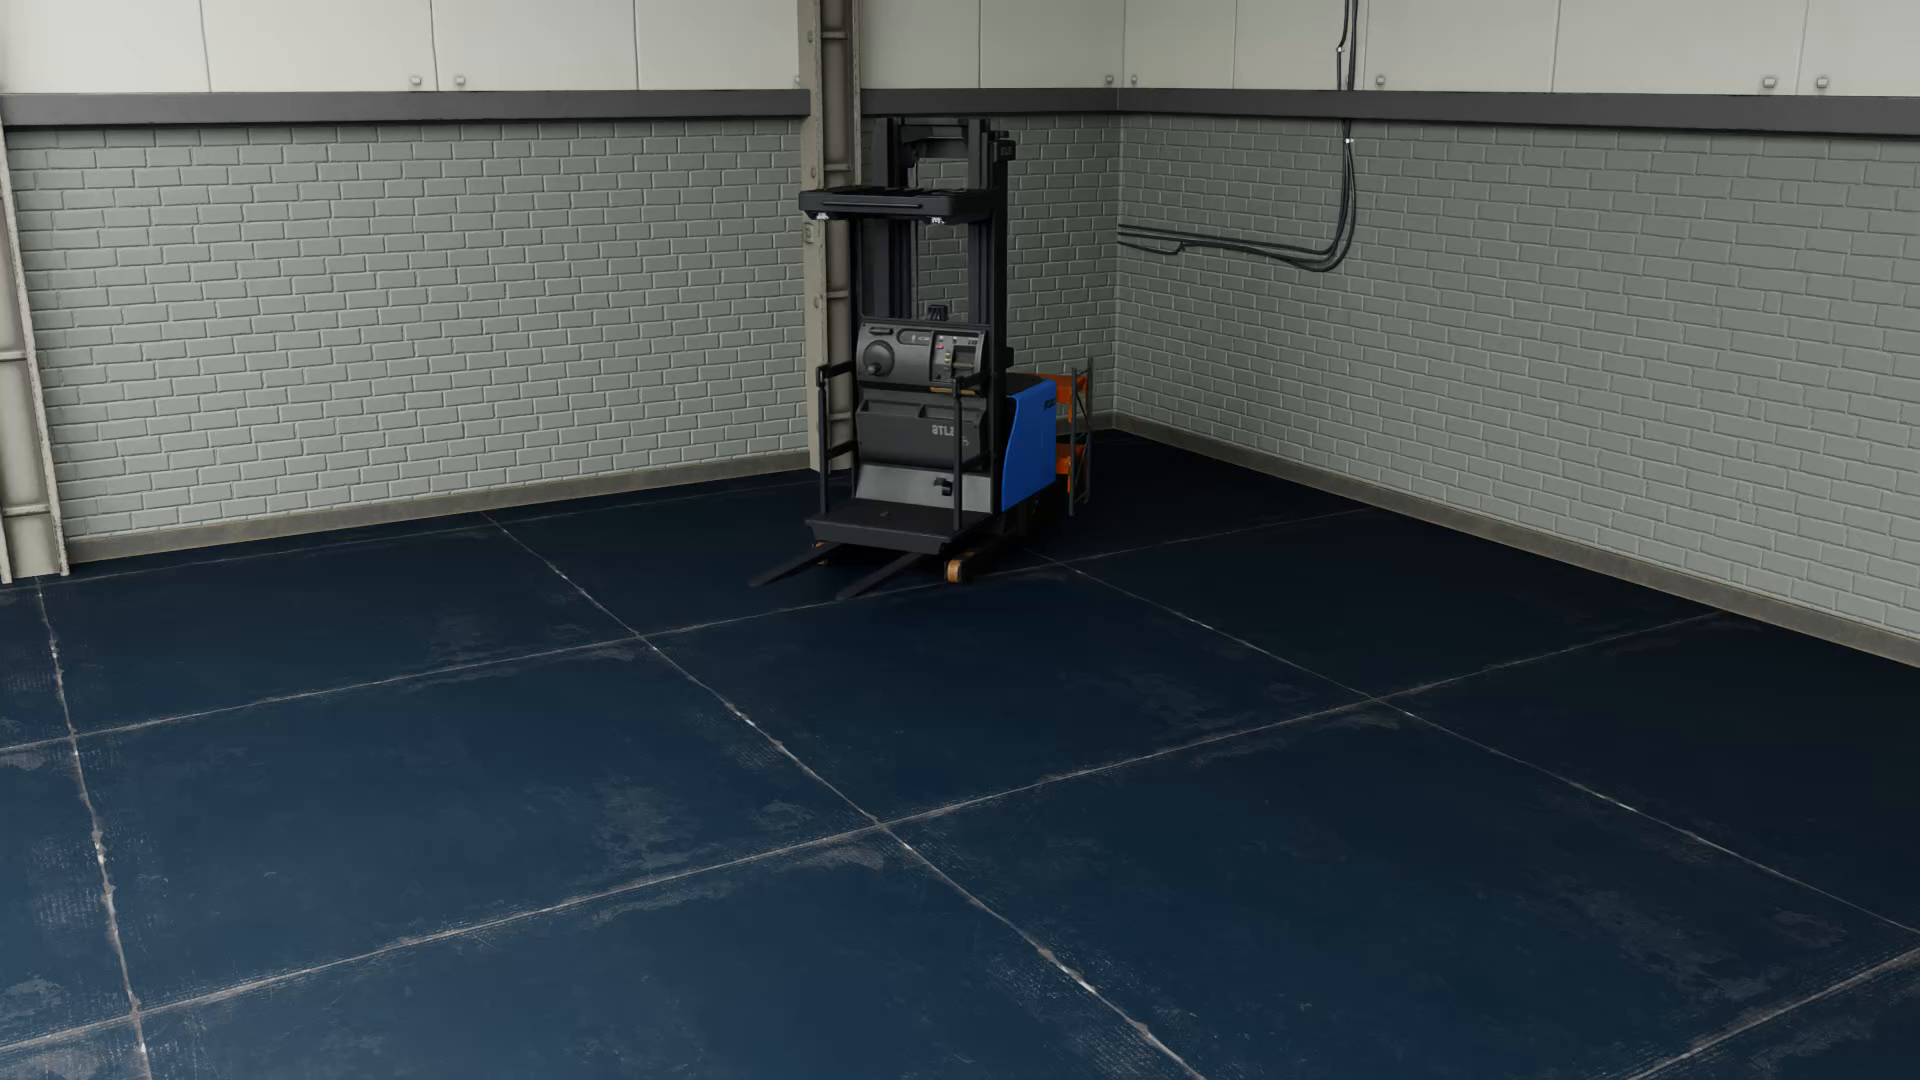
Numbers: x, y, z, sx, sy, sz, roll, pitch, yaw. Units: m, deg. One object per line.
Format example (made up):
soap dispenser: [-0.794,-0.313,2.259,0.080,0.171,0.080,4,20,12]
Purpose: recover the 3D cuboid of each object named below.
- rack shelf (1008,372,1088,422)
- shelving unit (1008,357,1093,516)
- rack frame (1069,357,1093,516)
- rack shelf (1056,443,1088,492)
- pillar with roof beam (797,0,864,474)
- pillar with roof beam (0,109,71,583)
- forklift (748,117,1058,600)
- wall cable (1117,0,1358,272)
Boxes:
rack shelf: [0.443,-1.119,12.734,1.000,0.278,0.538,6,17,19]
shelving unit: [0.443,-0.838,12.813,1.048,1.125,0.538,6,17,19]
rack frame: [0.921,-0.791,12.648,0.032,1.125,0.500,6,17,19]
rack shelf: [0.443,-0.602,12.879,1.000,0.278,0.538,6,17,19]
pillar with roof beam: [1.180,-3.949,9.324,0.400,9.000,9.100,-9,18,-30]
pillar with roof beam: [-3.963,-3.114,6.348,0.400,9.000,9.100,-9,18,-30]
forklift: [-0.352,-1.256,10.958,1.130,2.935,3.031,7,17,24]
wall cable: [2.169,-3.553,13.665,0.112,2.526,3.097,-9,18,-30]
